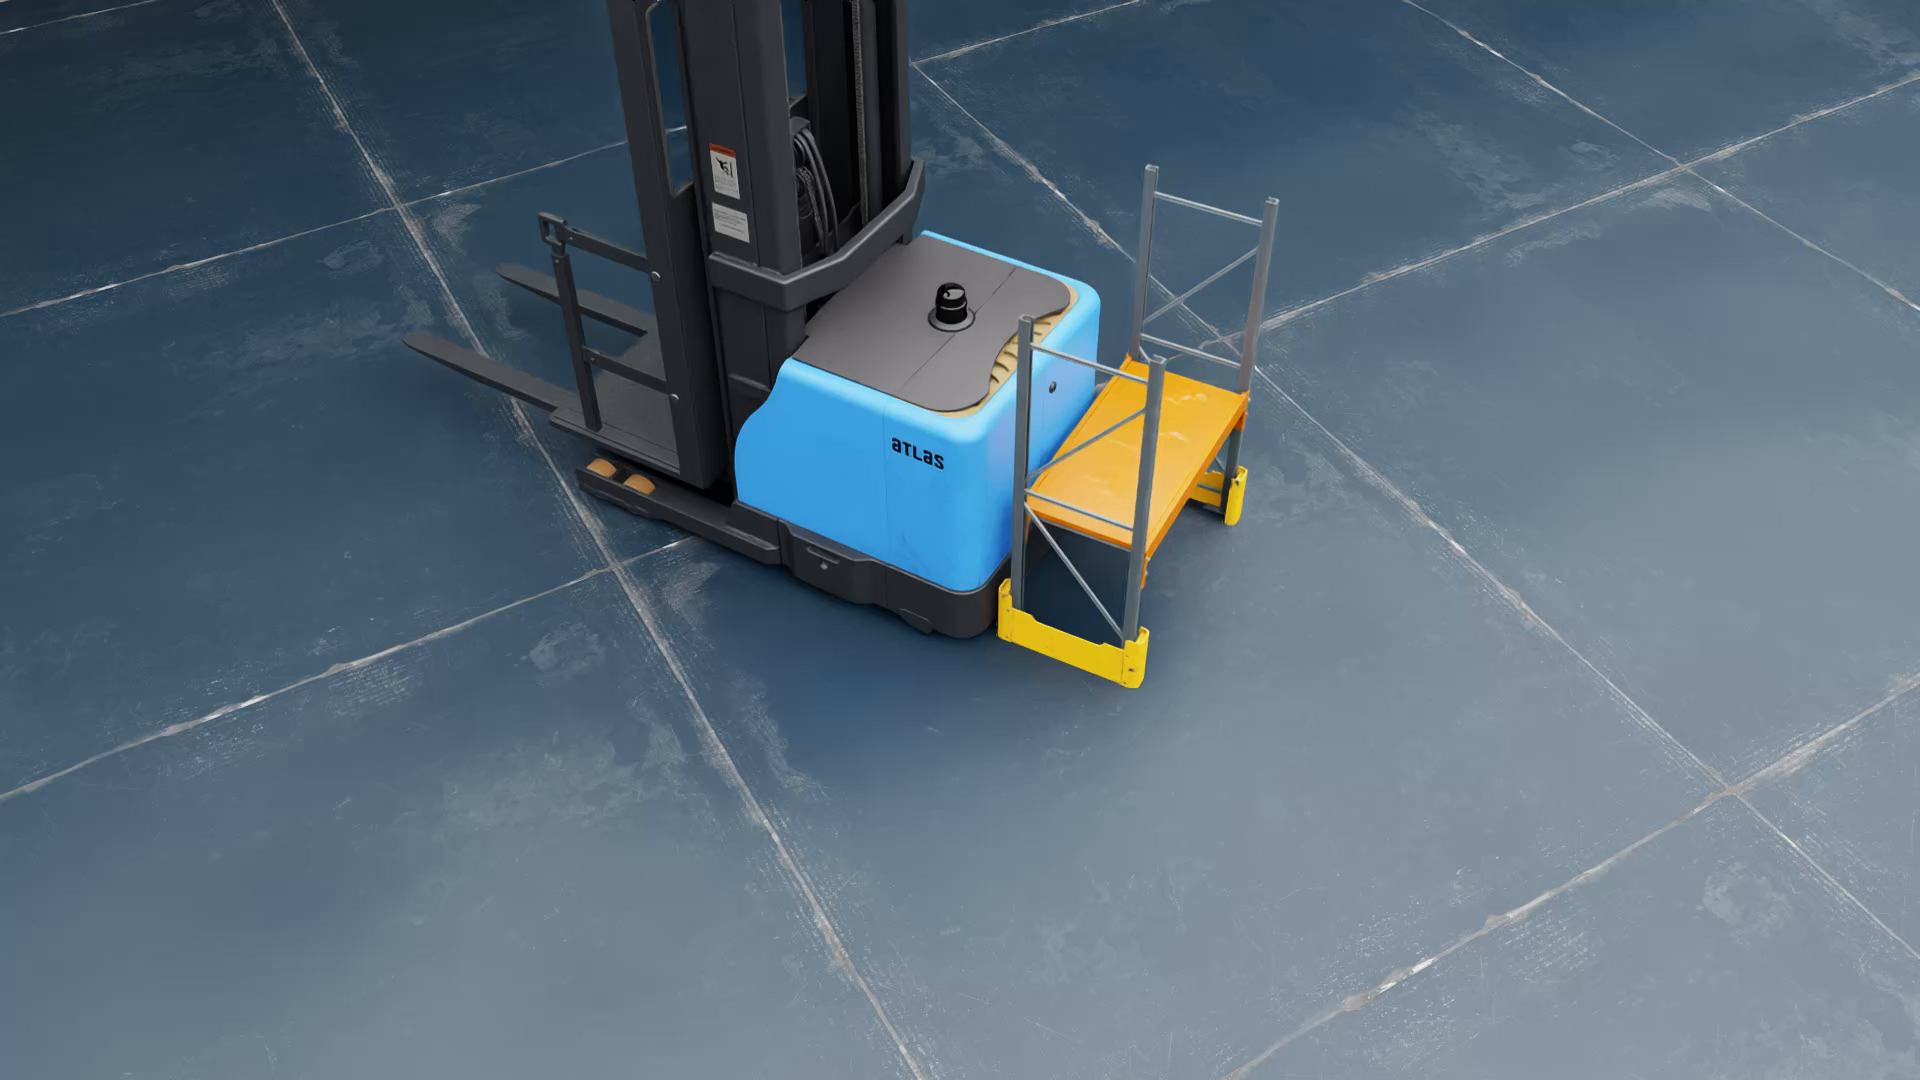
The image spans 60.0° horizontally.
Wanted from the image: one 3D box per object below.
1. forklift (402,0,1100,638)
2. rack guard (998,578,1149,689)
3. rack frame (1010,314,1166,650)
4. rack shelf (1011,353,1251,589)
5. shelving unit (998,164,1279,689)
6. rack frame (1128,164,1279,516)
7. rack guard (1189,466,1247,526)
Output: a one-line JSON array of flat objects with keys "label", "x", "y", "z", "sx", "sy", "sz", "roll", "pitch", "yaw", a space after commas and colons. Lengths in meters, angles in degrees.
[{"label": "forklift", "x": -0.995, "y": -1.450, "z": 6.139, "sx": 3.031, "sy": 2.935, "sz": 1.130, "roll": 22, "pitch": 48, "yaw": 21}, {"label": "rack guard", "x": 0.416, "y": 0.348, "z": 6.212, "sx": 0.587, "sy": 0.250, "sz": 0.087, "roll": 20, "pitch": 48, "yaw": 20}, {"label": "rack frame", "x": 0.415, "y": -0.099, "z": 5.775, "sx": 0.500, "sy": 1.500, "sz": 0.032, "roll": 20, "pitch": 48, "yaw": 20}, {"label": "rack shelf", "x": 0.653, "y": -0.283, "z": 6.223, "sx": 0.538, "sy": 0.185, "sz": 1.000, "roll": 20, "pitch": 48, "yaw": 20}, {"label": "shelving unit", "x": 0.649, "y": -0.407, "z": 6.092, "sx": 0.587, "sy": 1.500, "sz": 1.083, "roll": 20, "pitch": 48, "yaw": 20}, {"label": "rack frame", "x": 0.891, "y": -0.725, "z": 6.420, "sx": 0.500, "sy": 1.500, "sz": 0.032, "roll": 20, "pitch": 48, "yaw": 20}, {"label": "rack guard", "x": 0.882, "y": -0.264, "z": 6.843, "sx": 0.587, "sy": 0.250, "sz": 0.087, "roll": 20, "pitch": 48, "yaw": 20}]
